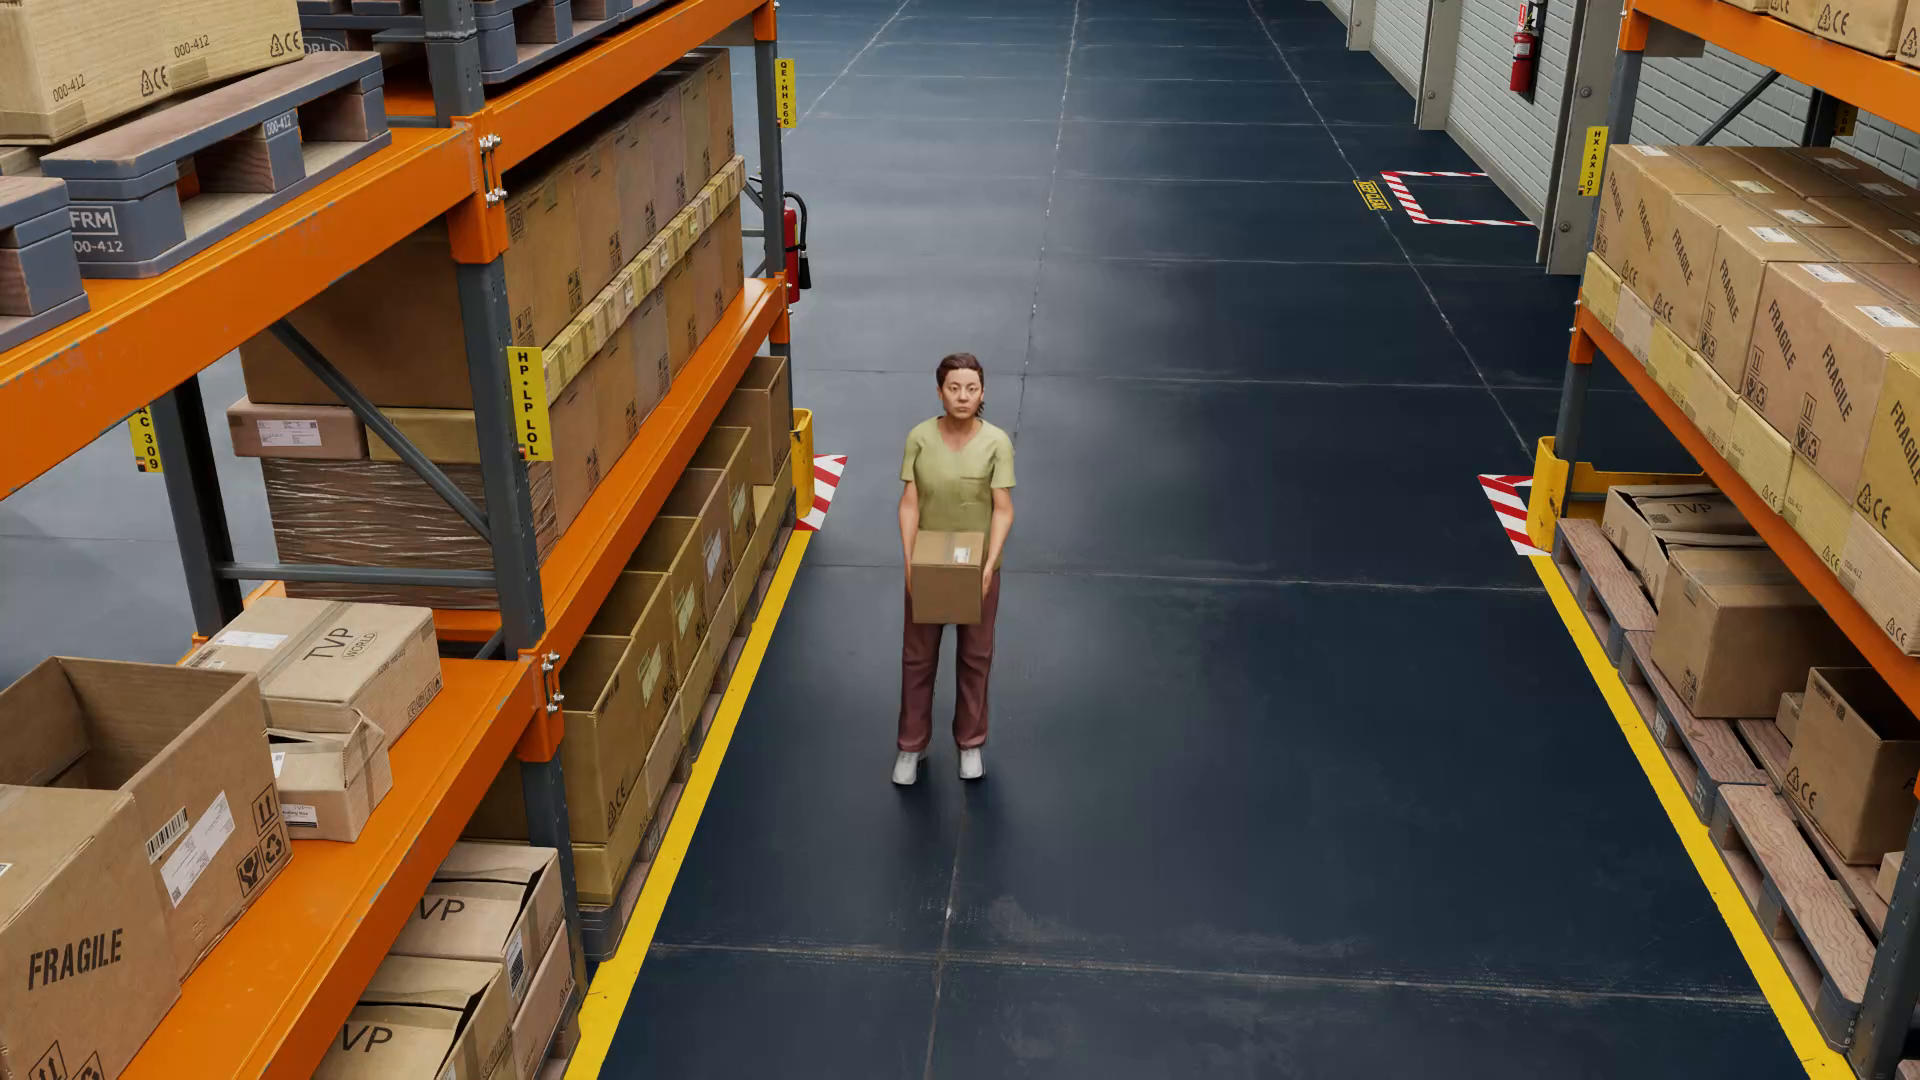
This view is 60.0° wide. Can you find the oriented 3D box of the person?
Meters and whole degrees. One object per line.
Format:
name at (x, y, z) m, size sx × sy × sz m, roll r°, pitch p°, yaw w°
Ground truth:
person at (-0.023, 0.125, 6.331) m, size 0.463 × 1.676 × 0.519 m, roll 2°, pitch 25°, yaw 4°
